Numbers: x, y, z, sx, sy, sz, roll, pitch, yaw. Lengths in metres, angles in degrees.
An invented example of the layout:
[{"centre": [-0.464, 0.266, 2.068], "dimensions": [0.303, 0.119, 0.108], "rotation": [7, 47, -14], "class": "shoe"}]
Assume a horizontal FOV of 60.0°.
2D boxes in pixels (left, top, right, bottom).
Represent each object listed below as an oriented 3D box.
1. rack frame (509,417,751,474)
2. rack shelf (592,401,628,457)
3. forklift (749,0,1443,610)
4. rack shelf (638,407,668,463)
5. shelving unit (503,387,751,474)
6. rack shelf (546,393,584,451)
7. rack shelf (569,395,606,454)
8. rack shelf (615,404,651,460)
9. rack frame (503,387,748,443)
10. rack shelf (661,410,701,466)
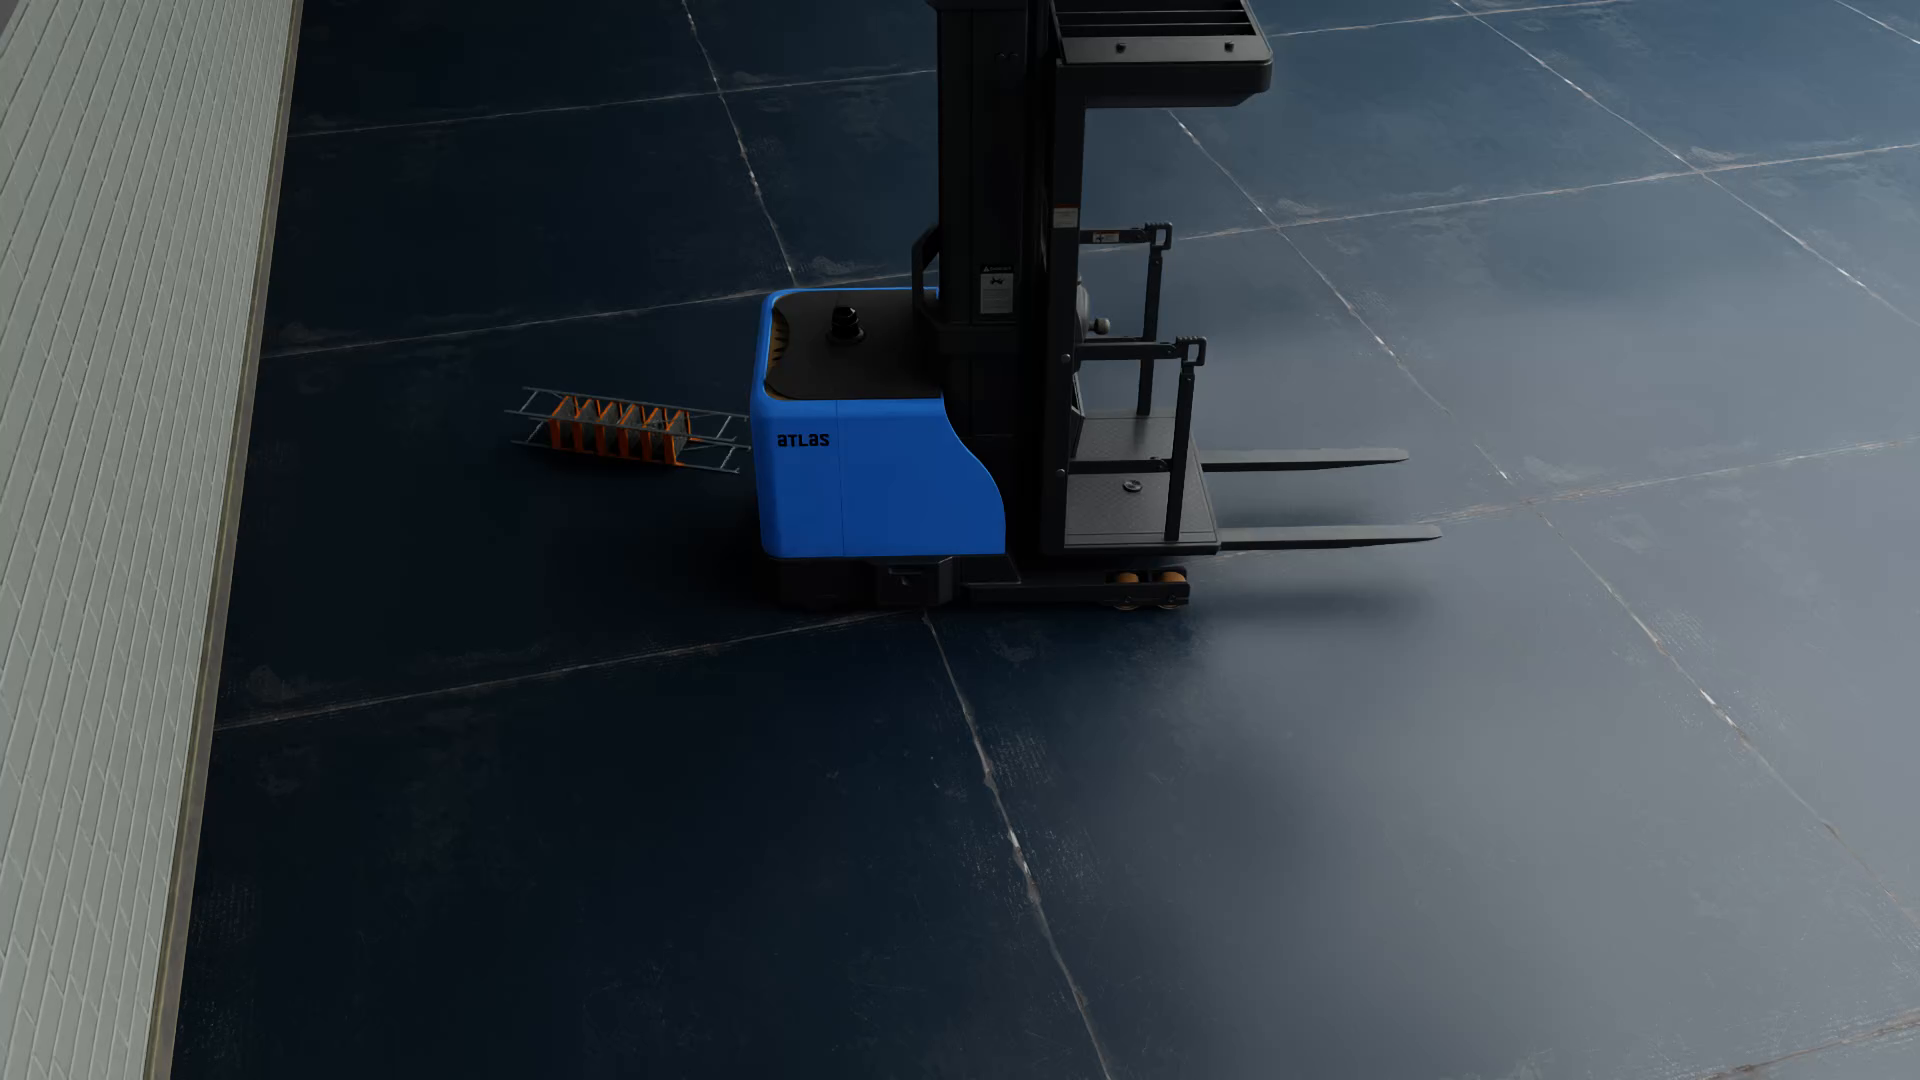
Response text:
[{"centre": [-1.661, -0.480, 8.369], "dimensions": [1.200, 0.006, 0.240], "rotation": [8, 38, 10], "class": "rack frame"}, {"centre": [-1.735, -0.563, 8.327], "dimensions": [0.103, 0.180, 0.258], "rotation": [8, 38, 10], "class": "rack shelf"}, {"centre": [0.629, -1.177, 6.876], "dimensions": [3.031, 2.935, 1.130], "rotation": [-1, 37, -2], "class": "forklift"}, {"centre": [-1.501, -0.530, 8.284], "dimensions": [0.103, 0.180, 0.258], "rotation": [8, 38, 10], "class": "rack shelf"}, {"centre": [-1.661, -0.553, 8.313], "dimensions": [1.200, 0.189, 0.258], "rotation": [8, 38, 10], "class": "shelving unit"}, {"centre": [-1.969, -0.596, 8.370], "dimensions": [0.103, 0.180, 0.258], "rotation": [8, 38, 10], "class": "rack shelf"}, {"centre": [-1.852, -0.580, 8.348], "dimensions": [0.103, 0.180, 0.258], "rotation": [8, 38, 10], "class": "rack shelf"}, {"centre": [-1.618, -0.547, 8.305], "dimensions": [0.103, 0.180, 0.258], "rotation": [8, 38, 10], "class": "rack shelf"}, {"centre": [-1.661, -0.626, 8.258], "dimensions": [1.200, 0.006, 0.240], "rotation": [8, 38, 10], "class": "rack frame"}, {"centre": [-1.384, -0.514, 8.263], "dimensions": [0.103, 0.180, 0.258], "rotation": [8, 38, 10], "class": "rack shelf"}]
